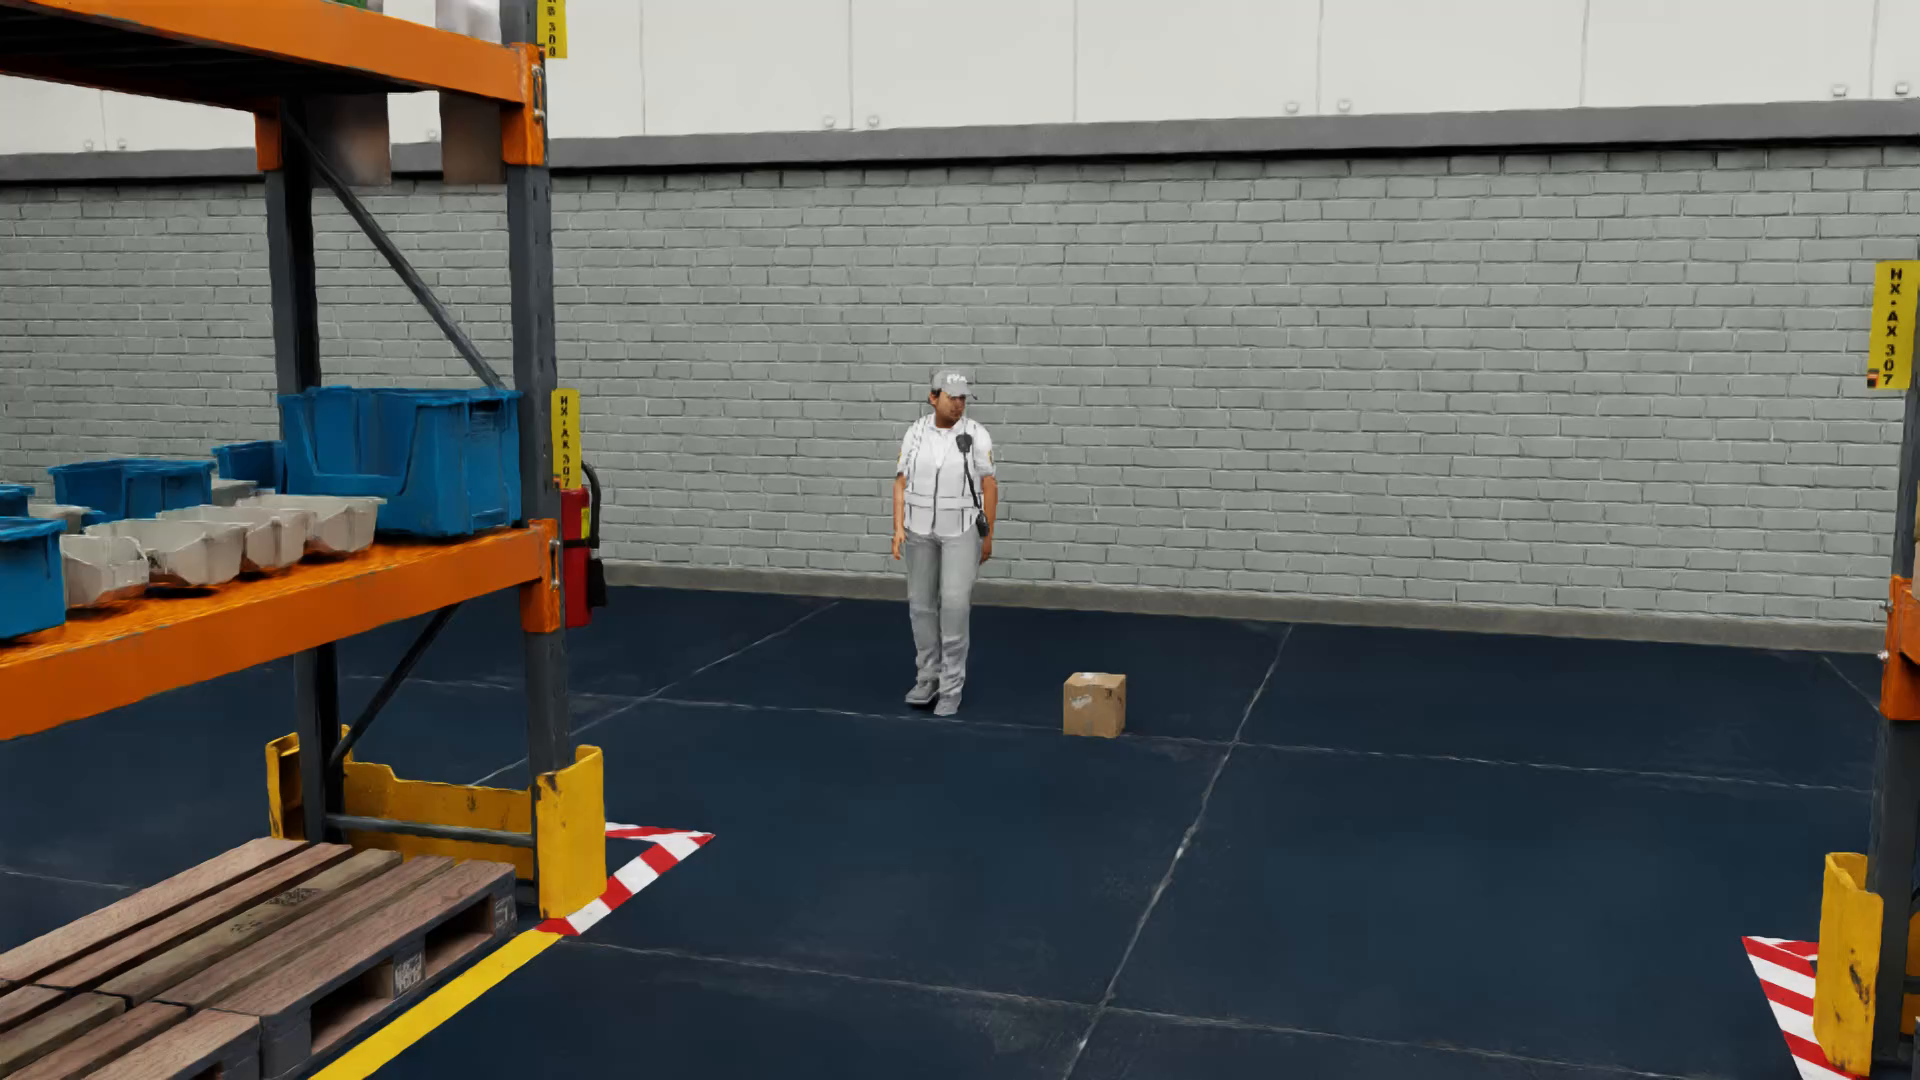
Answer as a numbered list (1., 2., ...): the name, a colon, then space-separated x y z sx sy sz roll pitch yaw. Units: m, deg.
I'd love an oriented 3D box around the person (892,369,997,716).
1. person: -0.087 0.037 8.246 0.502 1.762 0.468 2 9 16
